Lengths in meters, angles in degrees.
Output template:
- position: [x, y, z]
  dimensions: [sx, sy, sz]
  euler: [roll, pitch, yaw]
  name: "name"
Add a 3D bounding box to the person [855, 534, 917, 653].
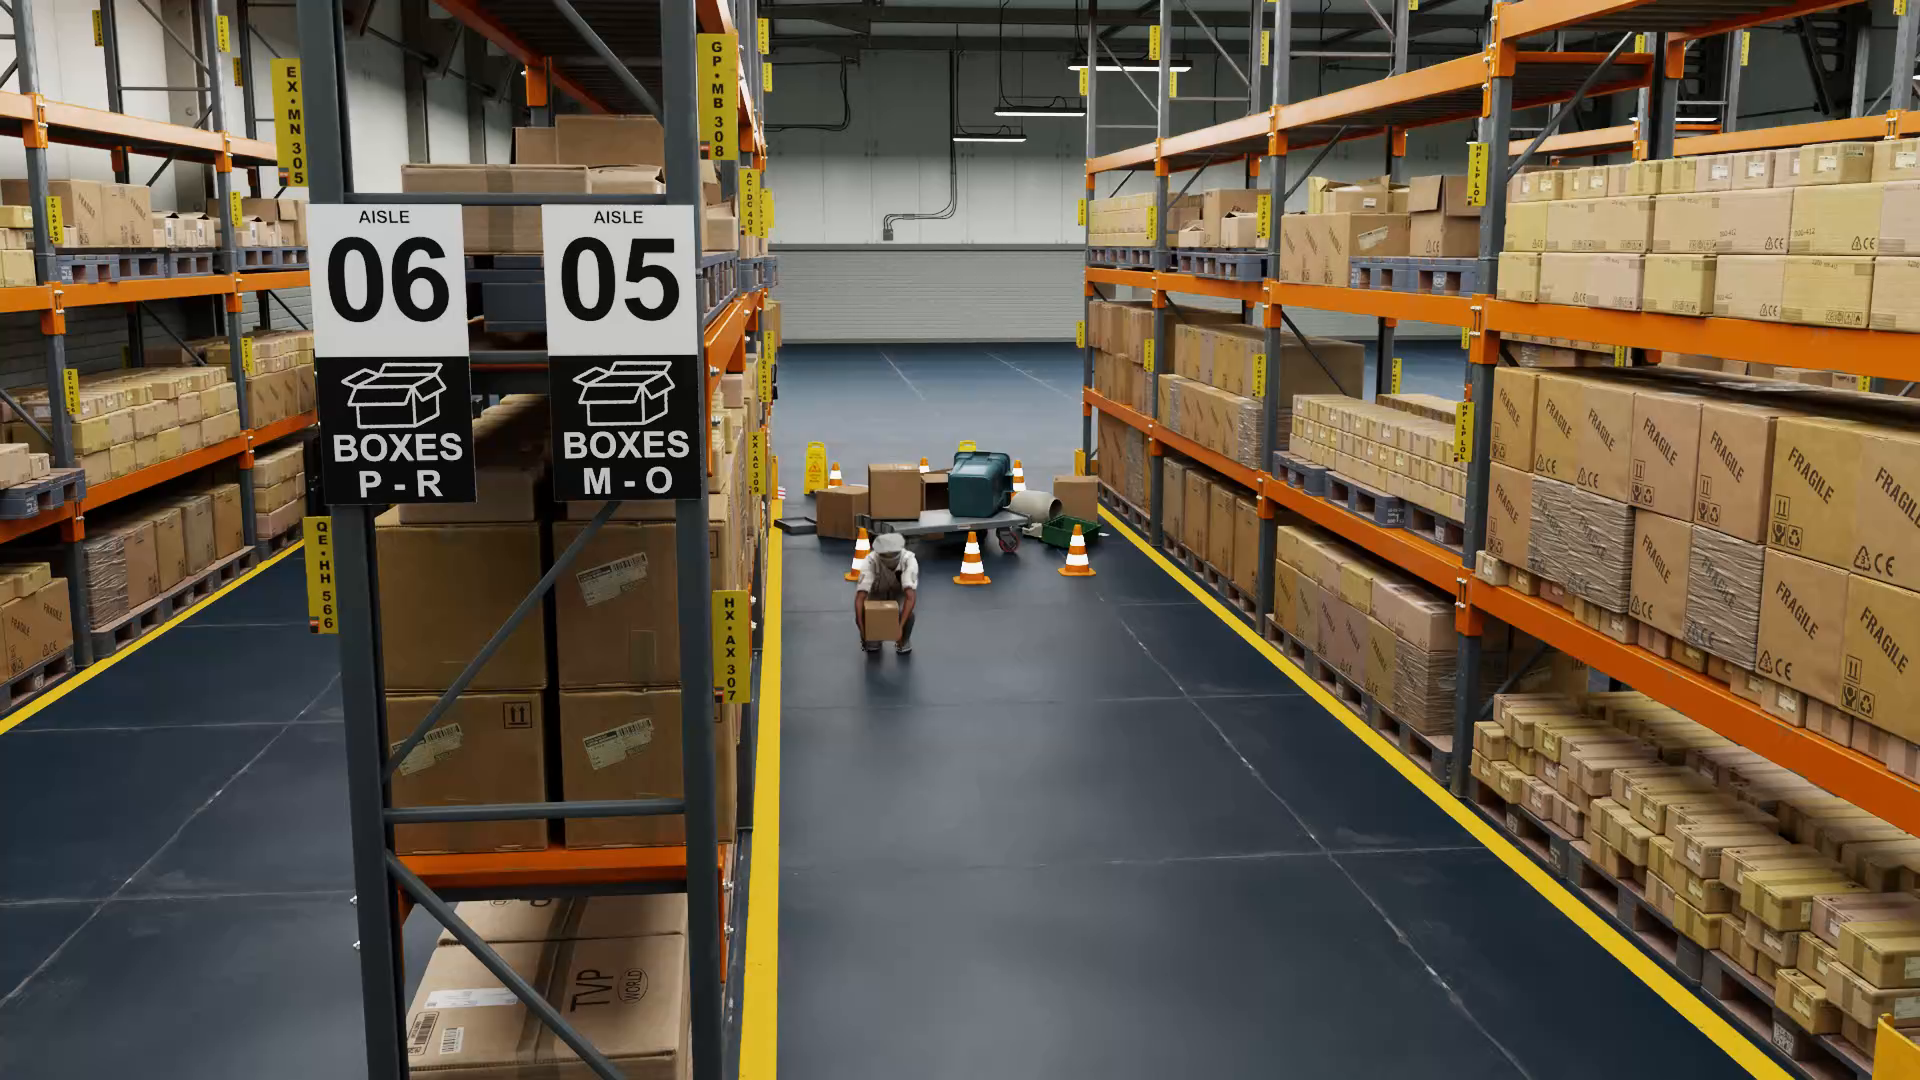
- position: [-0.555, 0.402, 12.700]
  dimensions: [0.476, 0.961, 0.882]
  euler: [1, 10, 5]
  name: "person"
